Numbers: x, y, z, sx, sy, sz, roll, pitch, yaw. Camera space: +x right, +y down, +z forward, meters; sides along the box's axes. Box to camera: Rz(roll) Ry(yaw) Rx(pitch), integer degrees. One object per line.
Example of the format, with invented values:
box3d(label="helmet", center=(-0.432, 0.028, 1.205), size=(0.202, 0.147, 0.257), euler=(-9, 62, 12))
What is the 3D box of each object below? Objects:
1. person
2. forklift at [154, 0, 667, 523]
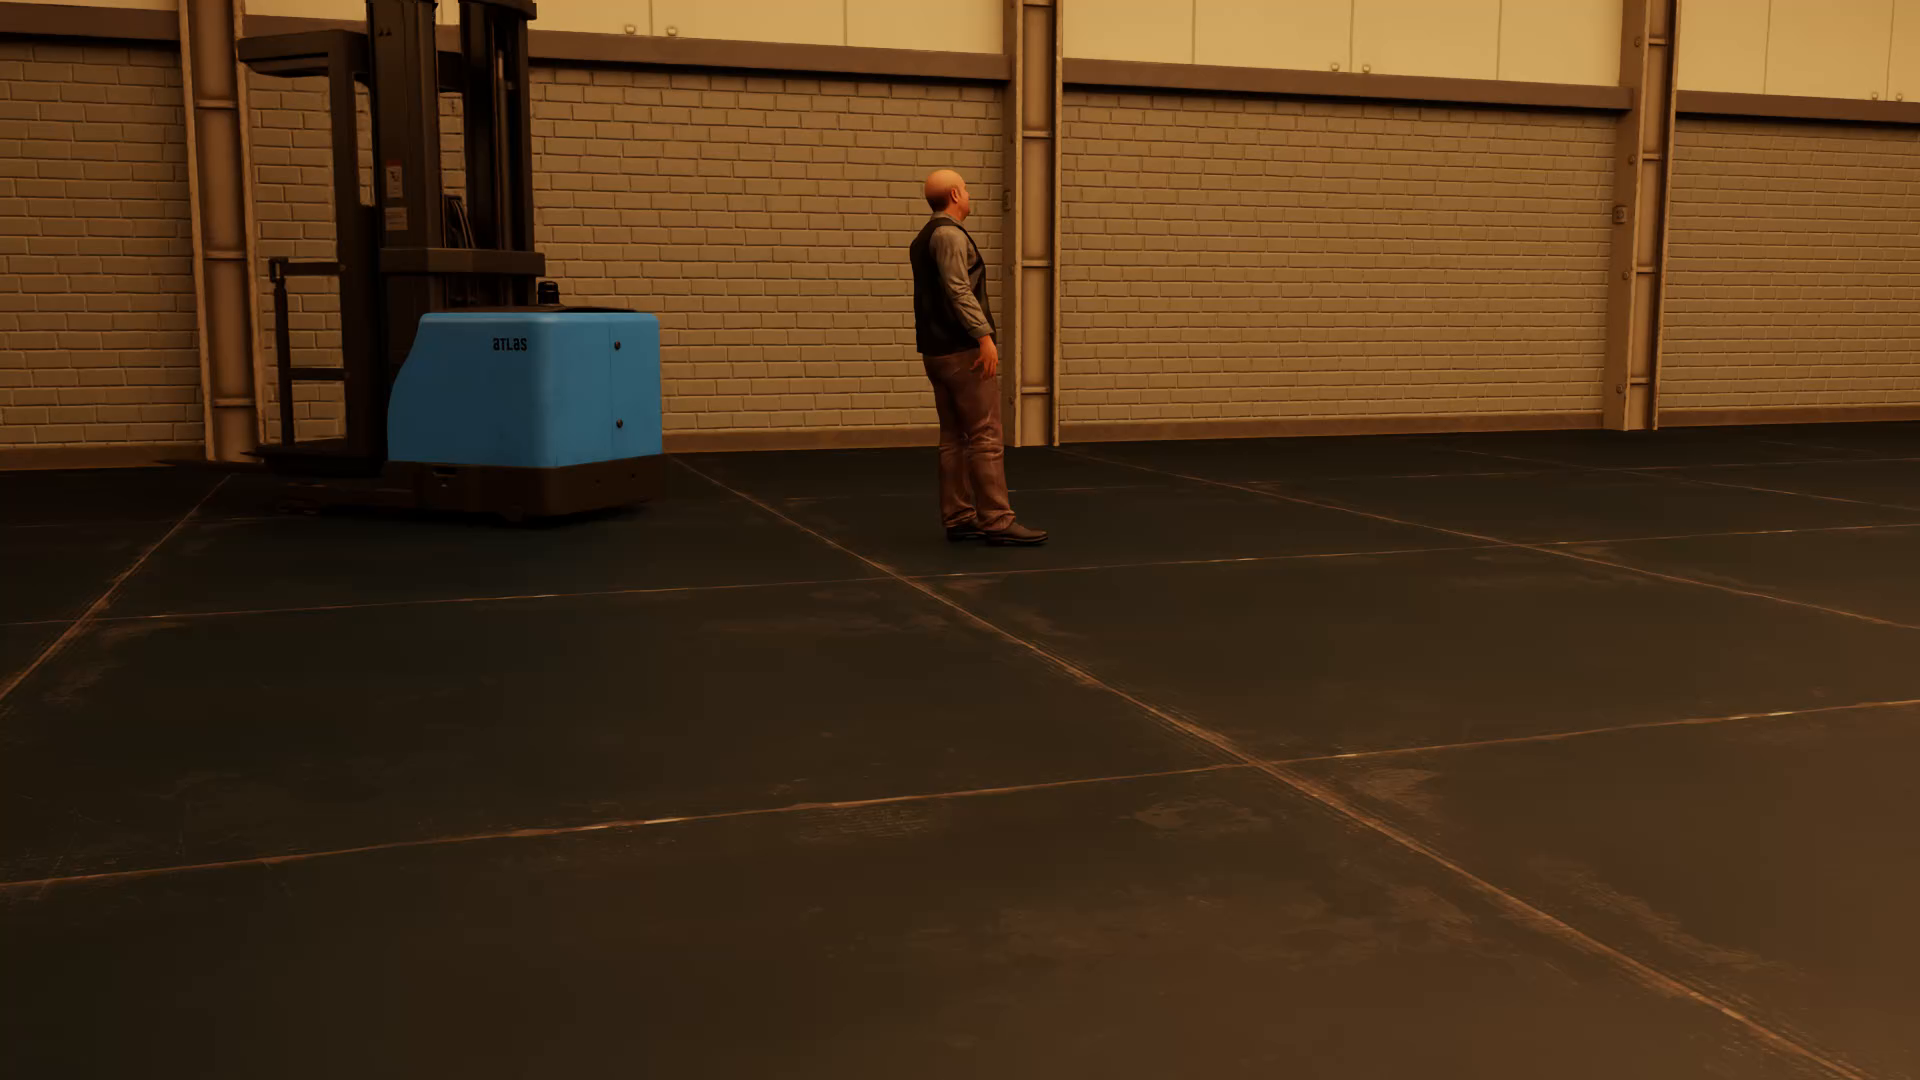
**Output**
box3d(label="person", center=(0.069, -0.862, 7.822), size=(0.551, 1.722, 0.633), euler=(-3, 8, -18))
box3d(label="forklift", center=(-3.169, -1.646, 9.148), size=(3.031, 2.935, 1.130), euler=(4, 9, 25))
